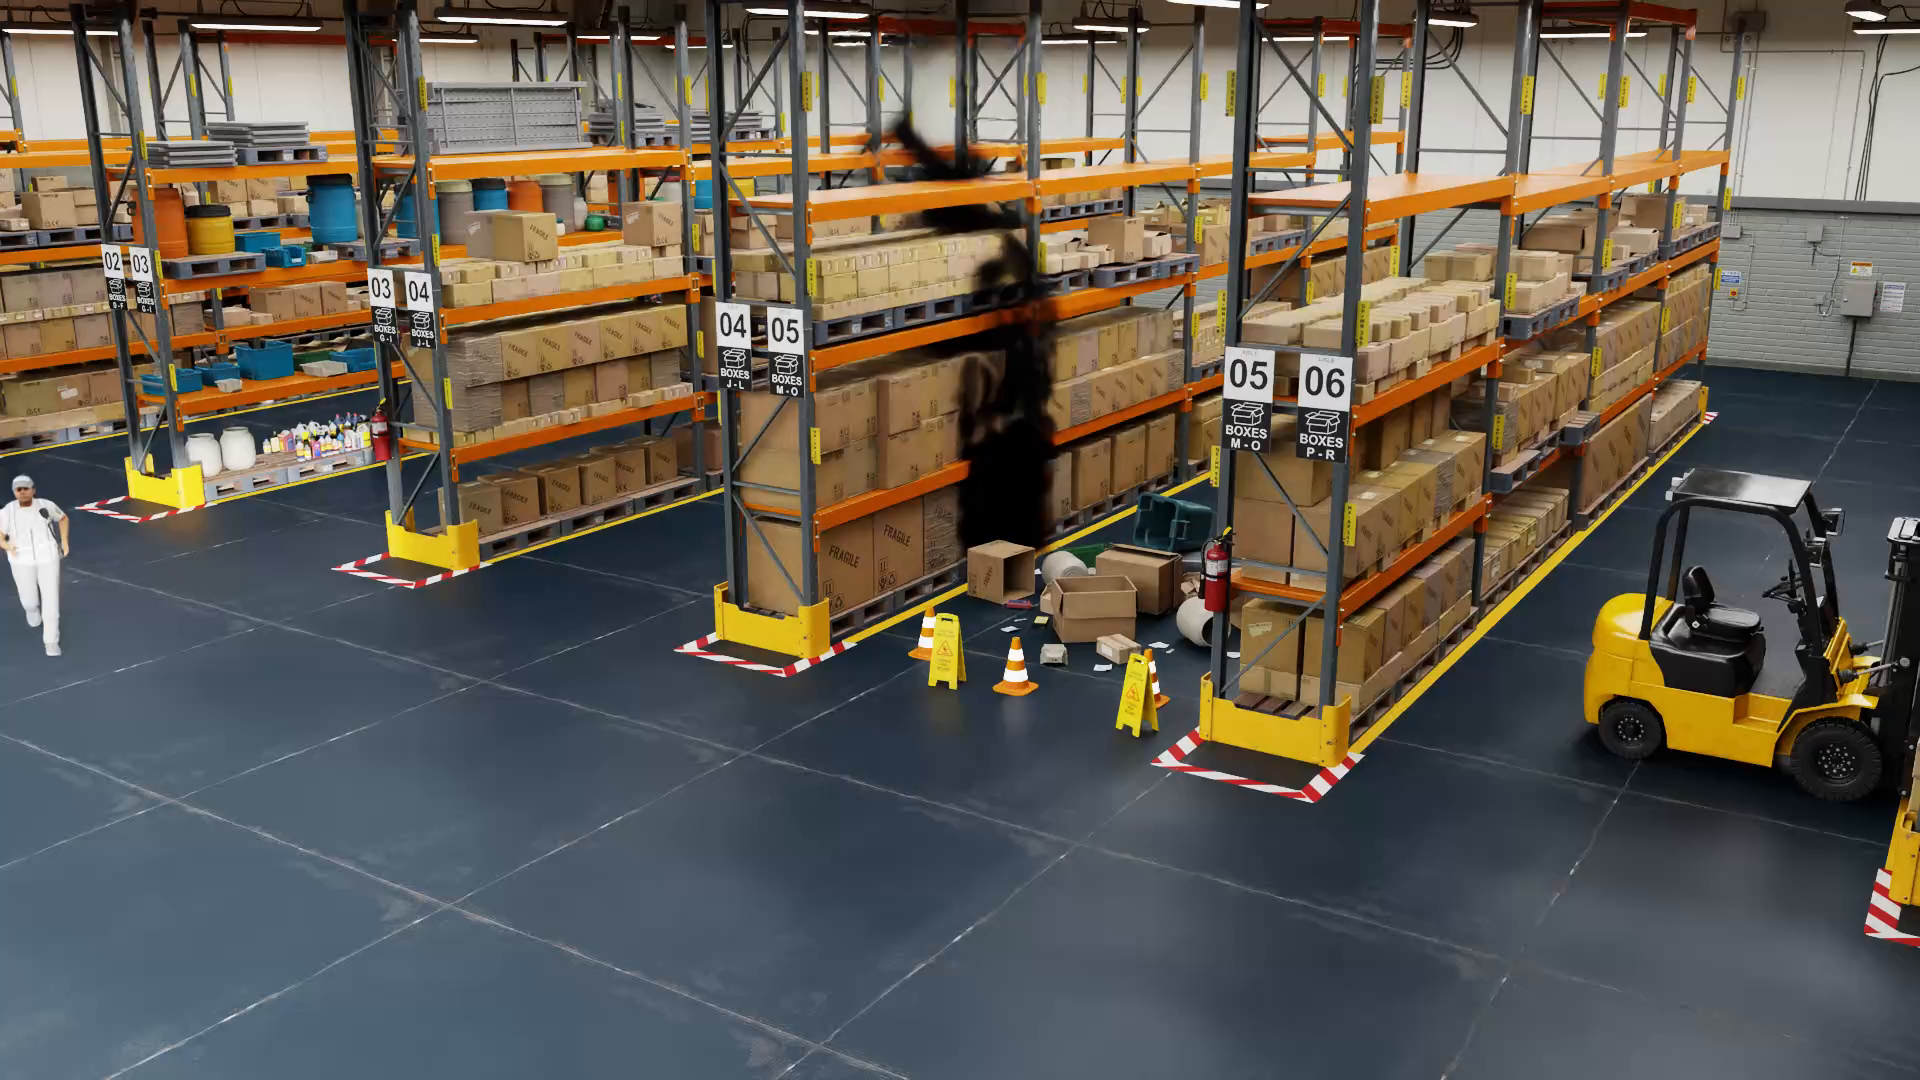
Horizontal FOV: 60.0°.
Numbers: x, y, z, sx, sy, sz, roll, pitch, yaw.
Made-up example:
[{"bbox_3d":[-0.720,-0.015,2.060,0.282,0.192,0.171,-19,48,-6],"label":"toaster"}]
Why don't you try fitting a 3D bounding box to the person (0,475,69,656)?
[{"bbox_3d":[-8.579,0.198,15.455,0.621,1.633,0.932,-9,18,-28],"label":"person"}]
